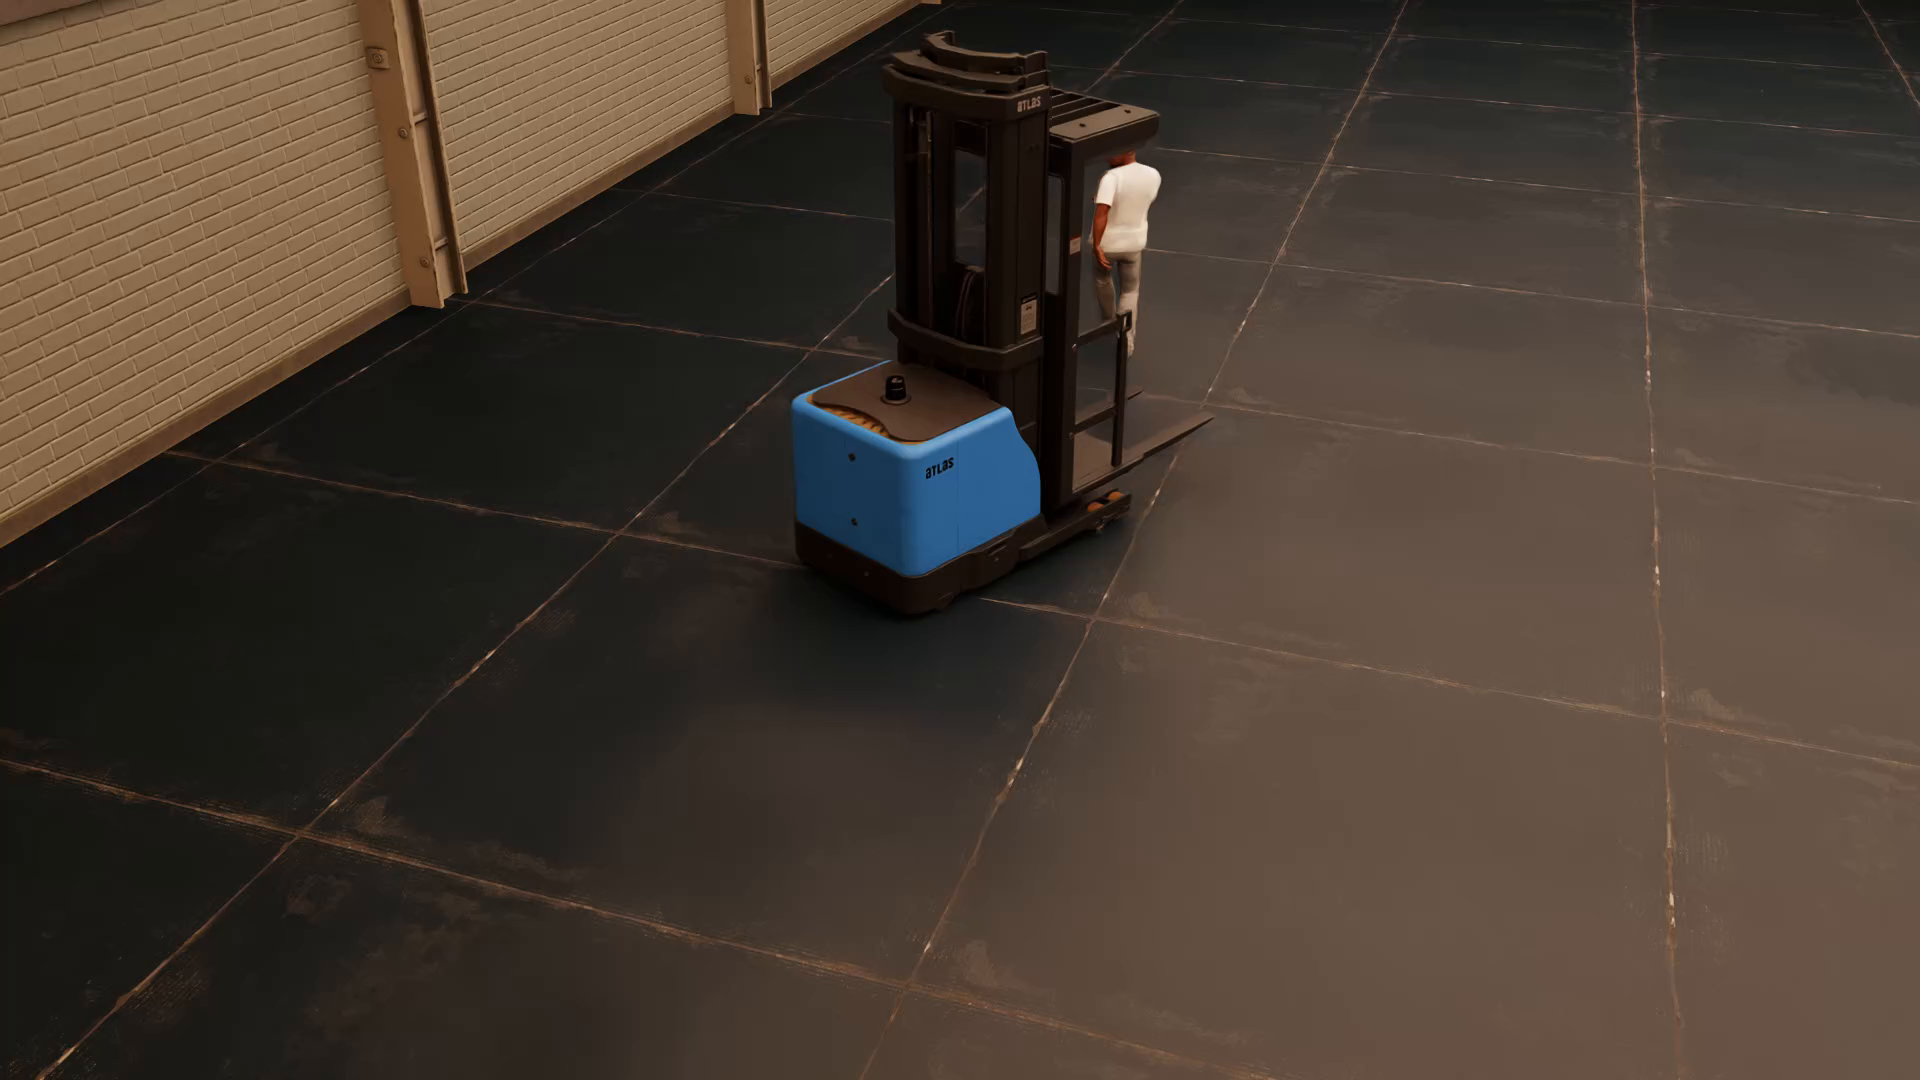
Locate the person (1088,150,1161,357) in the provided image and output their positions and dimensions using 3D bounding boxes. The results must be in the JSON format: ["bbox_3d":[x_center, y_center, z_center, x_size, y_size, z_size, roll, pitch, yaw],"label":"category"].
[{"bbox_3d":[1.190,-2.230,12.338,0.582,1.704,0.987,-4,30,-6],"label":"person"}]

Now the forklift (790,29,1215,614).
[{"bbox_3d":[0.416,-1.495,9.758,1.130,2.935,3.031,26,38,37],"label":"forklift"}]
